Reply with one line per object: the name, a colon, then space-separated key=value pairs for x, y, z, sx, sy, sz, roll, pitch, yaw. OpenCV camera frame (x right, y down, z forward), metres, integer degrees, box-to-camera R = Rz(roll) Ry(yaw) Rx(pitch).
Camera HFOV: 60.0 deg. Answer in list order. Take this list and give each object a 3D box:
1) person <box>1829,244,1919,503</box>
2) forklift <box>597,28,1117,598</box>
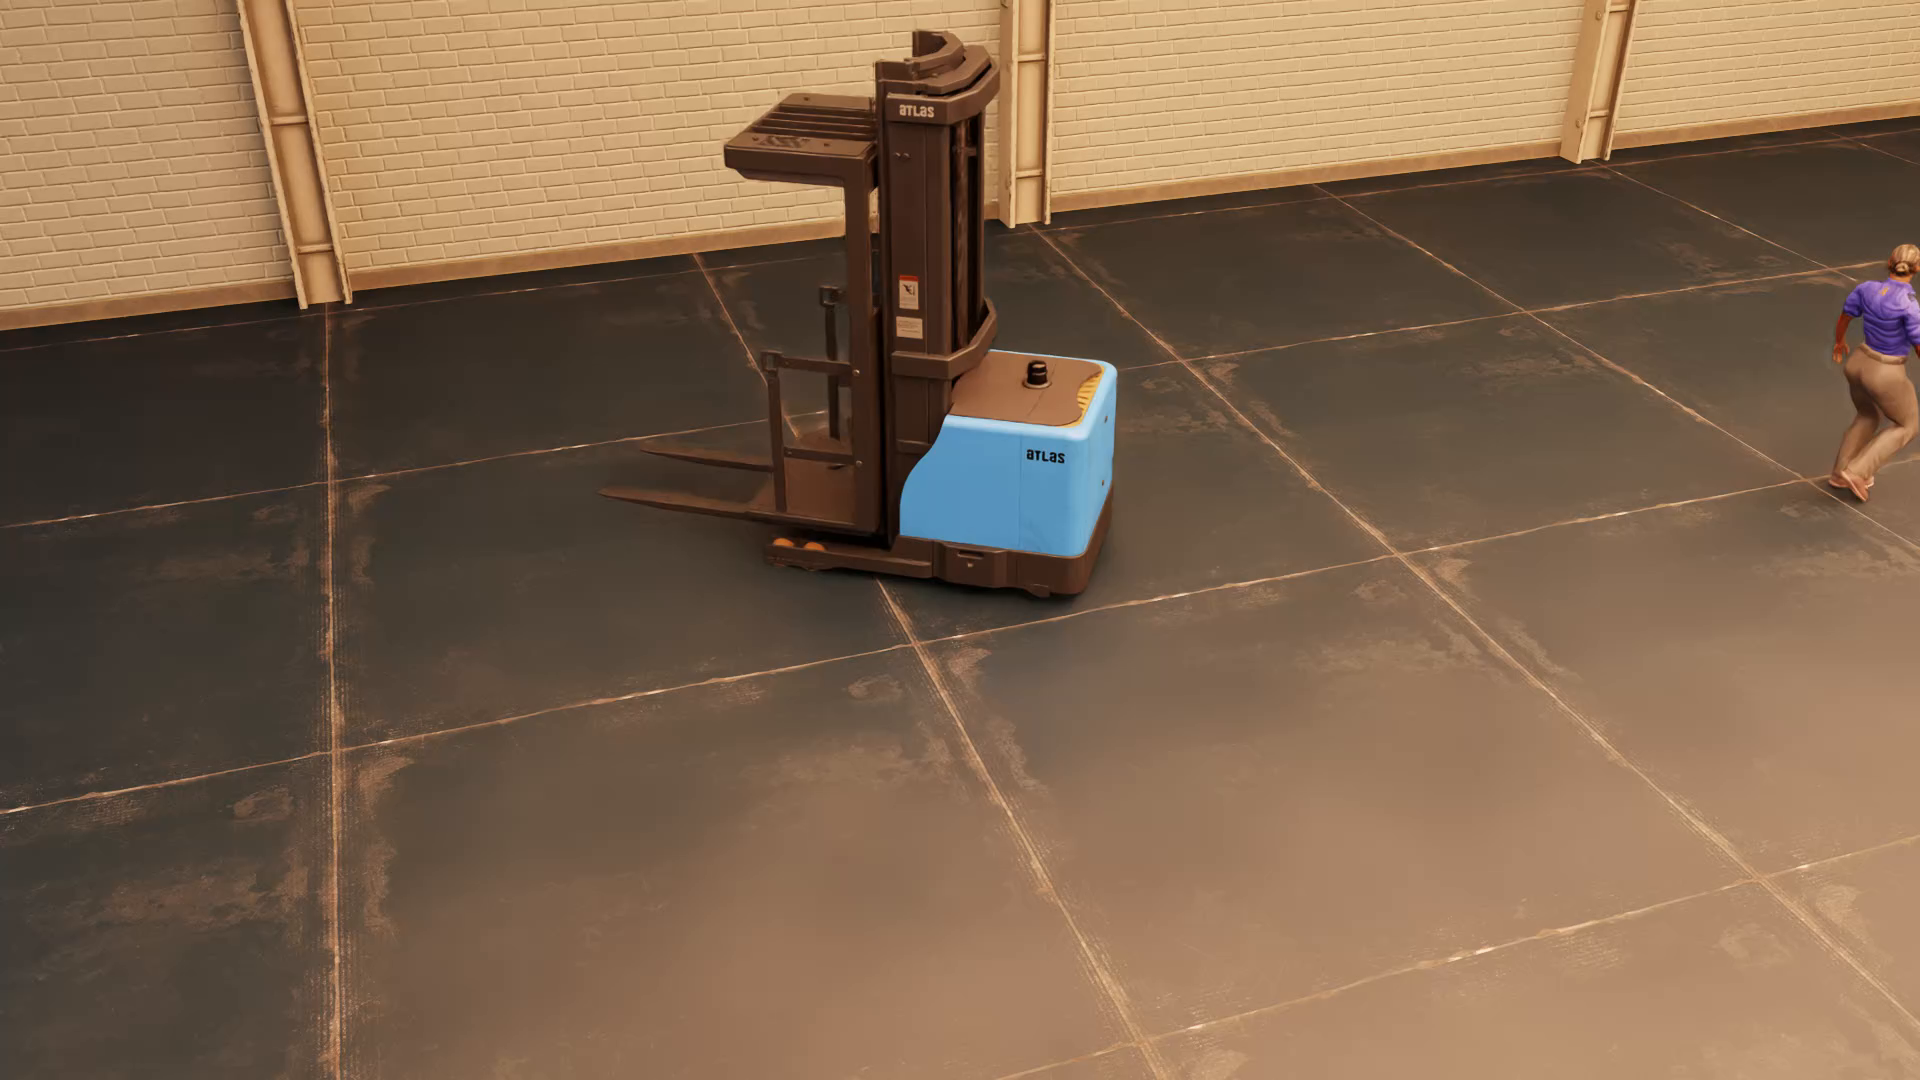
person: x=5.653 y=-1.049 z=10.234 sx=0.440 sy=1.629 sz=0.687 roll=-5 pitch=30 yaw=-9
forklift: x=-0.650 y=-1.332 z=9.403 sx=3.031 sy=2.935 sz=1.130 roll=7 pitch=31 yaw=13
